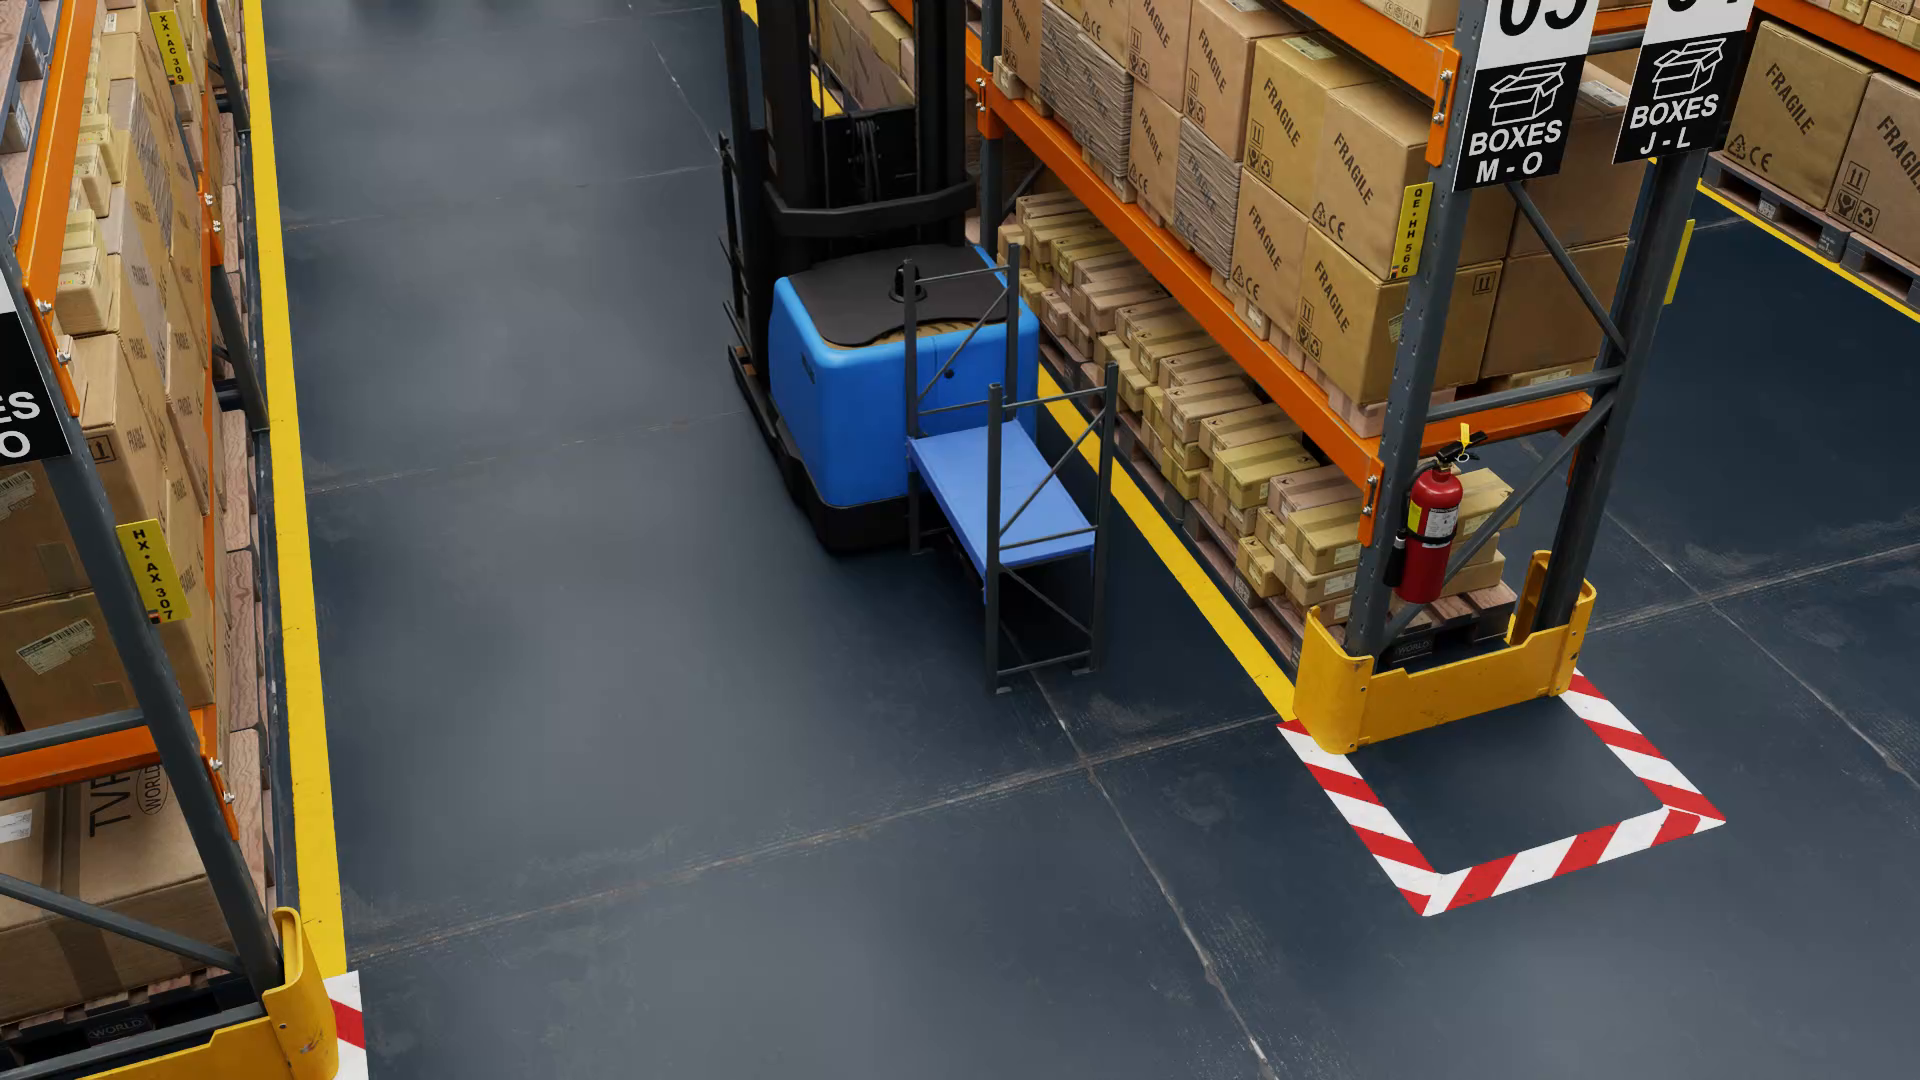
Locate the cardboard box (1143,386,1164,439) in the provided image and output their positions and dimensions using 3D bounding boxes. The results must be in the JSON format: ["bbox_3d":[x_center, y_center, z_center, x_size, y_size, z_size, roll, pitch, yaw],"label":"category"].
[{"bbox_3d":[1.088,-0.625,7.860,0.380,0.149,0.250,-11,38,-14],"label":"cardboard box"}]

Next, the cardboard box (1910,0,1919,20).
[{"bbox_3d":[5.561,-2.902,8.987,0.500,0.250,0.500,-12,38,-15],"label":"cardboard box"}]

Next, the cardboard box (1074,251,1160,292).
[{"bbox_3d":[0.811,-1.353,8.578,0.380,0.149,0.250,-13,39,-17],"label":"cardboard box"}]

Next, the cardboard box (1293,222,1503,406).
[{"bbox_3d":[1.583,-0.866,6.076,0.500,0.500,0.500,-12,39,-15],"label":"cardboard box"}]

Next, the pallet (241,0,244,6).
[{"bbox_3d":[-6.494,-4.650,13.749,1.003,0.211,1.213,-12,39,-16],"label":"pallet"}]

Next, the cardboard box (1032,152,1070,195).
[{"bbox_3d":[0.598,-2.408,10.182,0.500,0.500,0.500,-11,38,-14],"label":"cardboard box"}]

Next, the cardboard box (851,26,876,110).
[{"bbox_3d":[-0.412,-3.171,11.195,0.500,0.500,0.500,-13,39,-17],"label":"cardboard box"}]

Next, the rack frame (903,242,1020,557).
[{"bbox_3d":[0.008,-0.581,7.275,0.500,1.500,0.032,-12,39,-15],"label":"rack frame"}]

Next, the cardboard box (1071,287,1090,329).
[{"bbox_3d":[0.806,-1.236,8.671,0.380,0.149,0.250,-14,39,-18],"label":"cardboard box"}]

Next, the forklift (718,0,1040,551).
[{"bbox_3d":[-0.599,-2.010,7.982,1.130,2.935,3.031,-12,39,-15],"label":"forklift"}]

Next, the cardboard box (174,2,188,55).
[{"bbox_3d":[-4.102,-2.420,8.179,0.500,0.250,0.500,-12,39,-15],"label":"cardboard box"}]

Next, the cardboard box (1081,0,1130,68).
[{"bbox_3d":[0.867,-2.439,7.333,0.500,0.500,0.500,-12,39,-15],"label":"cardboard box"}]

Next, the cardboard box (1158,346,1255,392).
[{"bbox_3d":[1.157,-0.765,7.799,0.380,0.149,0.250,-14,39,-17],"label":"cardboard box"}]

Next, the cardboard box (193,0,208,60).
[{"bbox_3d":[-4.418,-2.797,9.095,0.500,0.250,0.500,-13,39,-17],"label":"cardboard box"}]

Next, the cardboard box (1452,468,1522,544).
[{"bbox_3d":[2.118,-0.140,6.969,0.380,0.149,0.250,-14,39,-18],"label":"cardboard box"}]

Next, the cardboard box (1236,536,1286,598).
[{"bbox_3d":[1.419,0.086,7.164,0.380,0.149,0.250,-11,38,-15],"label":"cardboard box"}]

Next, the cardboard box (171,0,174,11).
[{"bbox_3d":[-4.093,-2.714,7.945,0.500,0.500,0.500,-13,39,-16],"label":"cardboard box"}]

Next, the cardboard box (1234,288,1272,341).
[{"bbox_3d":[1.341,-0.958,6.738,0.380,0.149,0.250,-11,38,-15],"label":"cardboard box"}]

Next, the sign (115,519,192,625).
[{"bbox_3d":[-2.110,0.086,4.357,0.100,0.325,0.005,-12,39,-16],"label":"sign"}]

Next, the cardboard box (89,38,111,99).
[{"bbox_3d":[-3.316,-1.687,6.044,0.380,0.149,0.250,-13,39,-16],"label":"cardboard box"}]

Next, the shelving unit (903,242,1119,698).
[{"bbox_3d":[0.176,-0.292,6.891,0.538,1.500,1.048,-12,39,-15],"label":"shelving unit"}]

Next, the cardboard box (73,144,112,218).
[{"bbox_3d":[-2.928,-1.117,5.287,0.380,0.149,0.250,-12,39,-16],"label":"cardboard box"}]

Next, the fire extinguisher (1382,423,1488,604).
[{"bbox_3d":[1.633,-0.089,5.749,0.296,0.674,0.183,-12,39,-16],"label":"fire extinguisher"}]

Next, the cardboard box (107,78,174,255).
[{"bbox_3d":[-3.237,-1.341,6.122,0.500,0.500,0.500,-12,39,-15],"label":"cardboard box"}]

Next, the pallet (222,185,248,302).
[{"bbox_3d":[-4.770,-1.681,9.807,1.003,0.211,1.213,-12,39,-16],"label":"pallet"}]

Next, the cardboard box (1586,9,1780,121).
[{"bbox_3d":[5.056,-3.413,11.205,1.225,0.875,0.875,-12,39,-16],"label":"cardboard box"}]

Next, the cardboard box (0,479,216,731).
[{"bbox_3d":[-2.529,0.205,4.902,0.500,0.500,0.500,-13,39,-16],"label":"cardboard box"}]

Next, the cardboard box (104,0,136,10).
[{"bbox_3d":[-3.605,-2.275,6.824,0.380,0.149,0.250,-13,39,-17],"label":"cardboard box"}]

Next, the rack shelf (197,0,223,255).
[{"bbox_3d":[-4.698,-2.527,9.210,1.077,0.370,4.000,-12,39,-16],"label":"rack shelf"}]

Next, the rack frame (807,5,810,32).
[{"bbox_3d":[-0.774,-5.026,11.930,1.000,3.000,0.127,-12,39,-16],"label":"rack frame"}]

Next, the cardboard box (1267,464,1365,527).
[{"bbox_3d":[1.527,-0.174,7.014,0.380,0.149,0.250,-12,39,-15],"label":"cardboard box"}]

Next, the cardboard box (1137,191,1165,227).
[{"bbox_3d":[1.028,-1.563,7.540,0.380,0.149,0.250,-11,38,-14],"label":"cardboard box"}]

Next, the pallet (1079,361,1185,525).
[{"bbox_3d":[1.291,-0.590,8.358,1.003,0.211,1.213,-12,39,-16],"label":"pallet"}]

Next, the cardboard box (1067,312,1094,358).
[{"bbox_3d":[0.787,-1.110,8.751,0.380,0.149,0.250,-13,39,-17],"label":"cardboard box"}]

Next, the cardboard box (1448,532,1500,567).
[{"bbox_3d":[2.040,-0.004,7.035,0.380,0.149,0.250,-11,38,-14],"label":"cardboard box"}]

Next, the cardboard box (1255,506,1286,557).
[{"bbox_3d":[1.490,-0.053,7.100,0.380,0.149,0.250,-13,39,-17],"label":"cardboard box"}]

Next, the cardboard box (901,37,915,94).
[{"bbox_3d":[-0.055,-2.897,10.208,0.500,0.250,0.500,-11,38,-14],"label":"cardboard box"}]

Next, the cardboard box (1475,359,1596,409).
[{"bbox_3d":[2.176,-0.657,6.338,0.380,0.149,0.250,-13,39,-16],"label":"cardboard box"}]

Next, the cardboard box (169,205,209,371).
[{"bbox_3d":[-3.241,-0.945,6.428,0.500,0.500,0.500,-13,39,-17],"label":"cardboard box"}]

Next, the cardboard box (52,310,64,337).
[{"bbox_3d":[-2.653,-0.515,4.487,0.380,0.149,0.250,-12,38,-15],"label":"cardboard box"}]

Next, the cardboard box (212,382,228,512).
[{"bbox_3d":[-3.895,-0.452,7.637,0.875,0.438,0.875,-13,39,-17],"label":"cardboard box"}]

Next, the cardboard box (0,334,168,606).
[{"bbox_3d":[-2.531,-0.194,4.601,0.500,0.500,0.500,-13,39,-17],"label":"cardboard box"}]

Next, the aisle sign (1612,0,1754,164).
[{"bbox_3d":[2.286,-1.566,5.175,0.394,0.787,0.004,-12,39,-16],"label":"aisle sign"}]

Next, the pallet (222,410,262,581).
[{"bbox_3d":[-3.822,-0.125,7.740,1.003,0.211,1.213,-12,39,-16],"label":"pallet"}]

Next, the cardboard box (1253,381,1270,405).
[{"bbox_3d":[1.533,-0.732,8.002,0.380,0.149,0.250,-11,38,-14],"label":"cardboard box"}]

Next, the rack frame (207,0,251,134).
[{"bbox_3d":[-5.386,-3.944,10.493,1.000,3.000,0.127,-12,39,-16],"label":"rack frame"}]

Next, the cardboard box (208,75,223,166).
[{"bbox_3d":[-5.227,-2.856,10.465,0.875,0.875,0.875,-13,39,-16],"label":"cardboard box"}]

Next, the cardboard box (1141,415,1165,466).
[{"bbox_3d":[1.090,-0.508,7.952,0.380,0.149,0.250,-12,39,-15],"label":"cardboard box"}]

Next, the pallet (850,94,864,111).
[{"bbox_3d":[-0.090,-2.783,11.269,1.003,0.211,1.213,-12,39,-16],"label":"pallet"}]

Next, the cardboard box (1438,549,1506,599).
[{"bbox_3d":[2.100,0.102,7.142,0.380,0.149,0.250,-12,39,-15],"label":"cardboard box"}]

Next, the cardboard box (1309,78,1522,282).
[{"bbox_3d":[1.588,-1.272,5.784,0.500,0.500,0.500,-13,39,-17],"label":"cardboard box"}]

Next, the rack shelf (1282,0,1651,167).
[{"bbox_3d":[1.291,-2.547,6.744,1.077,0.370,4.000,-12,39,-16],"label":"rack shelf"}]

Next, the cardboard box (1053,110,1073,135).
[{"bbox_3d":[0.693,-2.168,8.344,0.380,0.149,0.250,-14,39,-18],"label":"cardboard box"}]

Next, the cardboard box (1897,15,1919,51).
[{"bbox_3d":[5.446,-2.810,9.197,0.380,0.149,0.250,-13,39,-17],"label":"cardboard box"}]

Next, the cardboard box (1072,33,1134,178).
[{"bbox_3d":[0.853,-2.023,7.613,0.500,0.500,0.500,-13,39,-17],"label":"cardboard box"}]
